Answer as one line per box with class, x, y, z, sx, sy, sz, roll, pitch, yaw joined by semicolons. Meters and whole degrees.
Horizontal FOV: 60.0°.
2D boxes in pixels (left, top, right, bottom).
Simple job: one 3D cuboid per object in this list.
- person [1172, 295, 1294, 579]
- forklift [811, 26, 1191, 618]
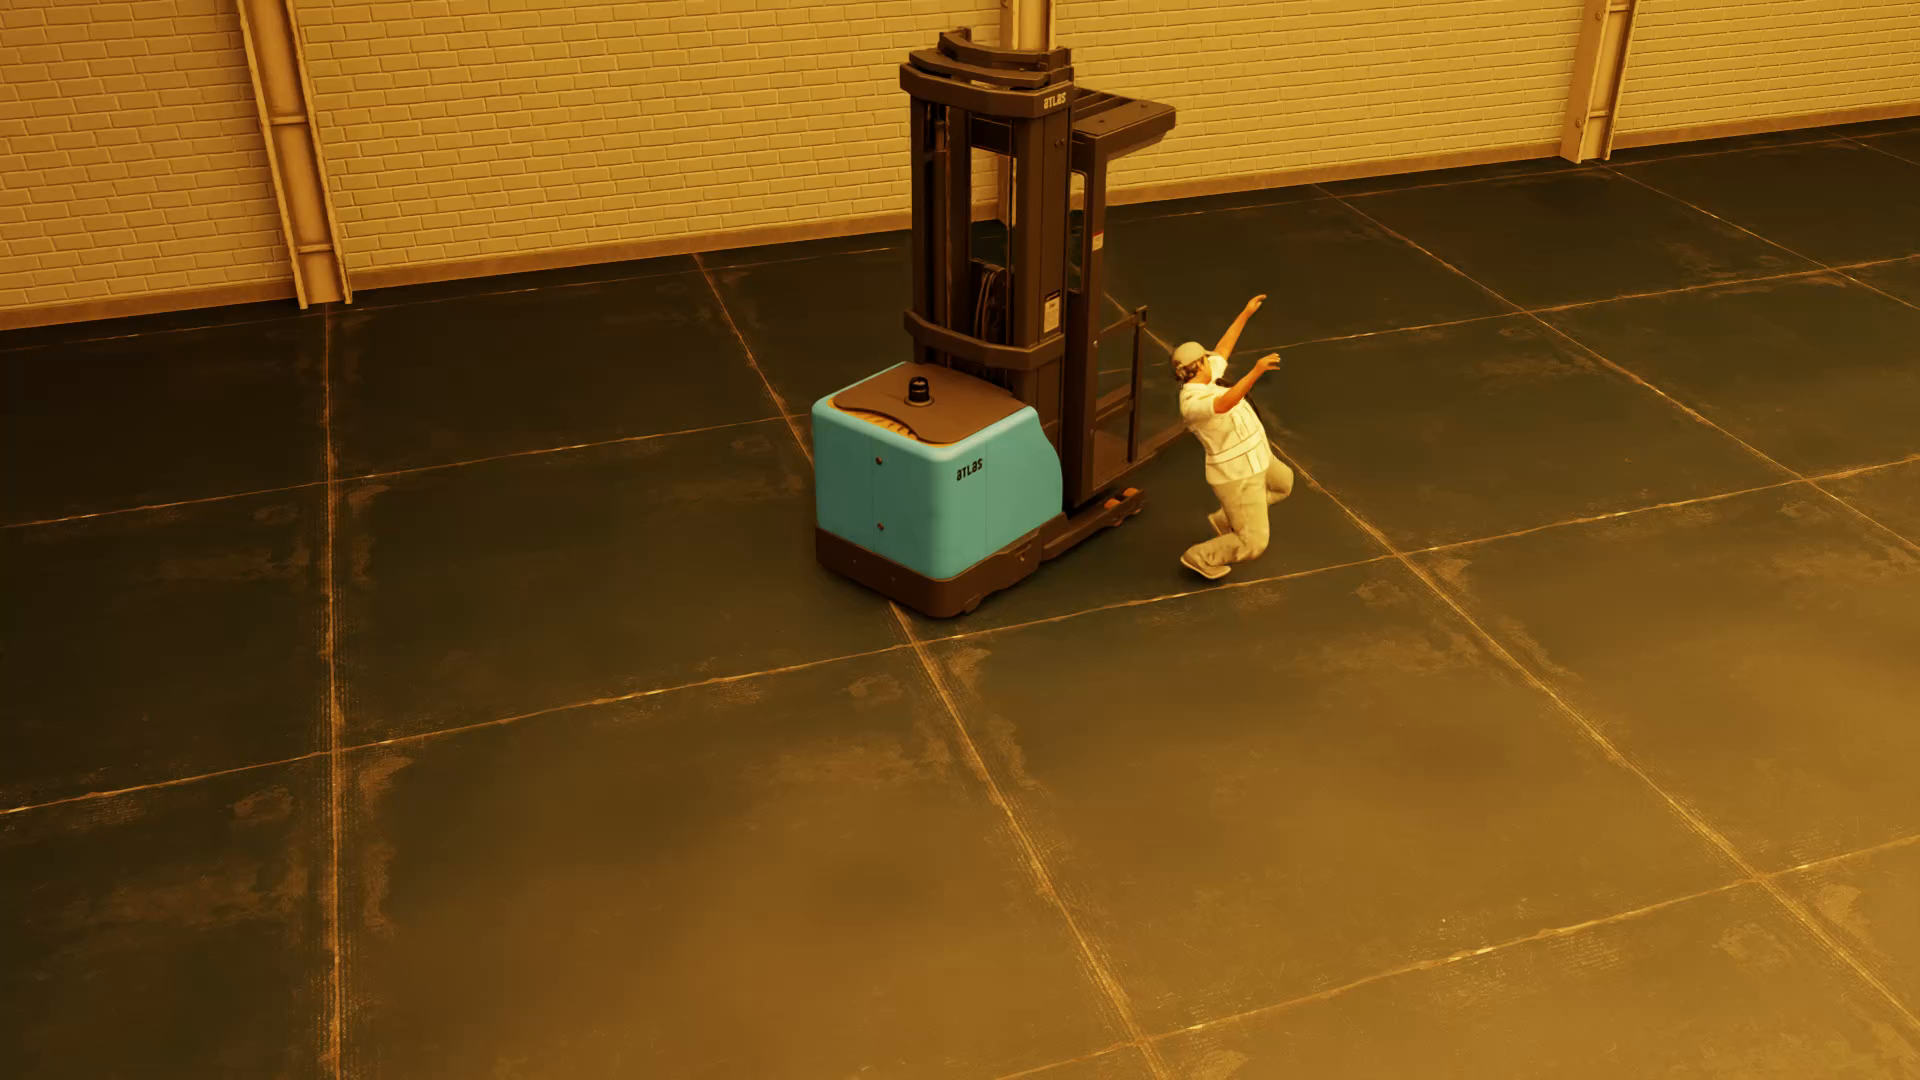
person;1.529;-0.527;9.415;0.720;1.545;0.884;8;31;14
forklift;0.503;-1.500;9.694;1.130;2.935;3.031;23;37;34
